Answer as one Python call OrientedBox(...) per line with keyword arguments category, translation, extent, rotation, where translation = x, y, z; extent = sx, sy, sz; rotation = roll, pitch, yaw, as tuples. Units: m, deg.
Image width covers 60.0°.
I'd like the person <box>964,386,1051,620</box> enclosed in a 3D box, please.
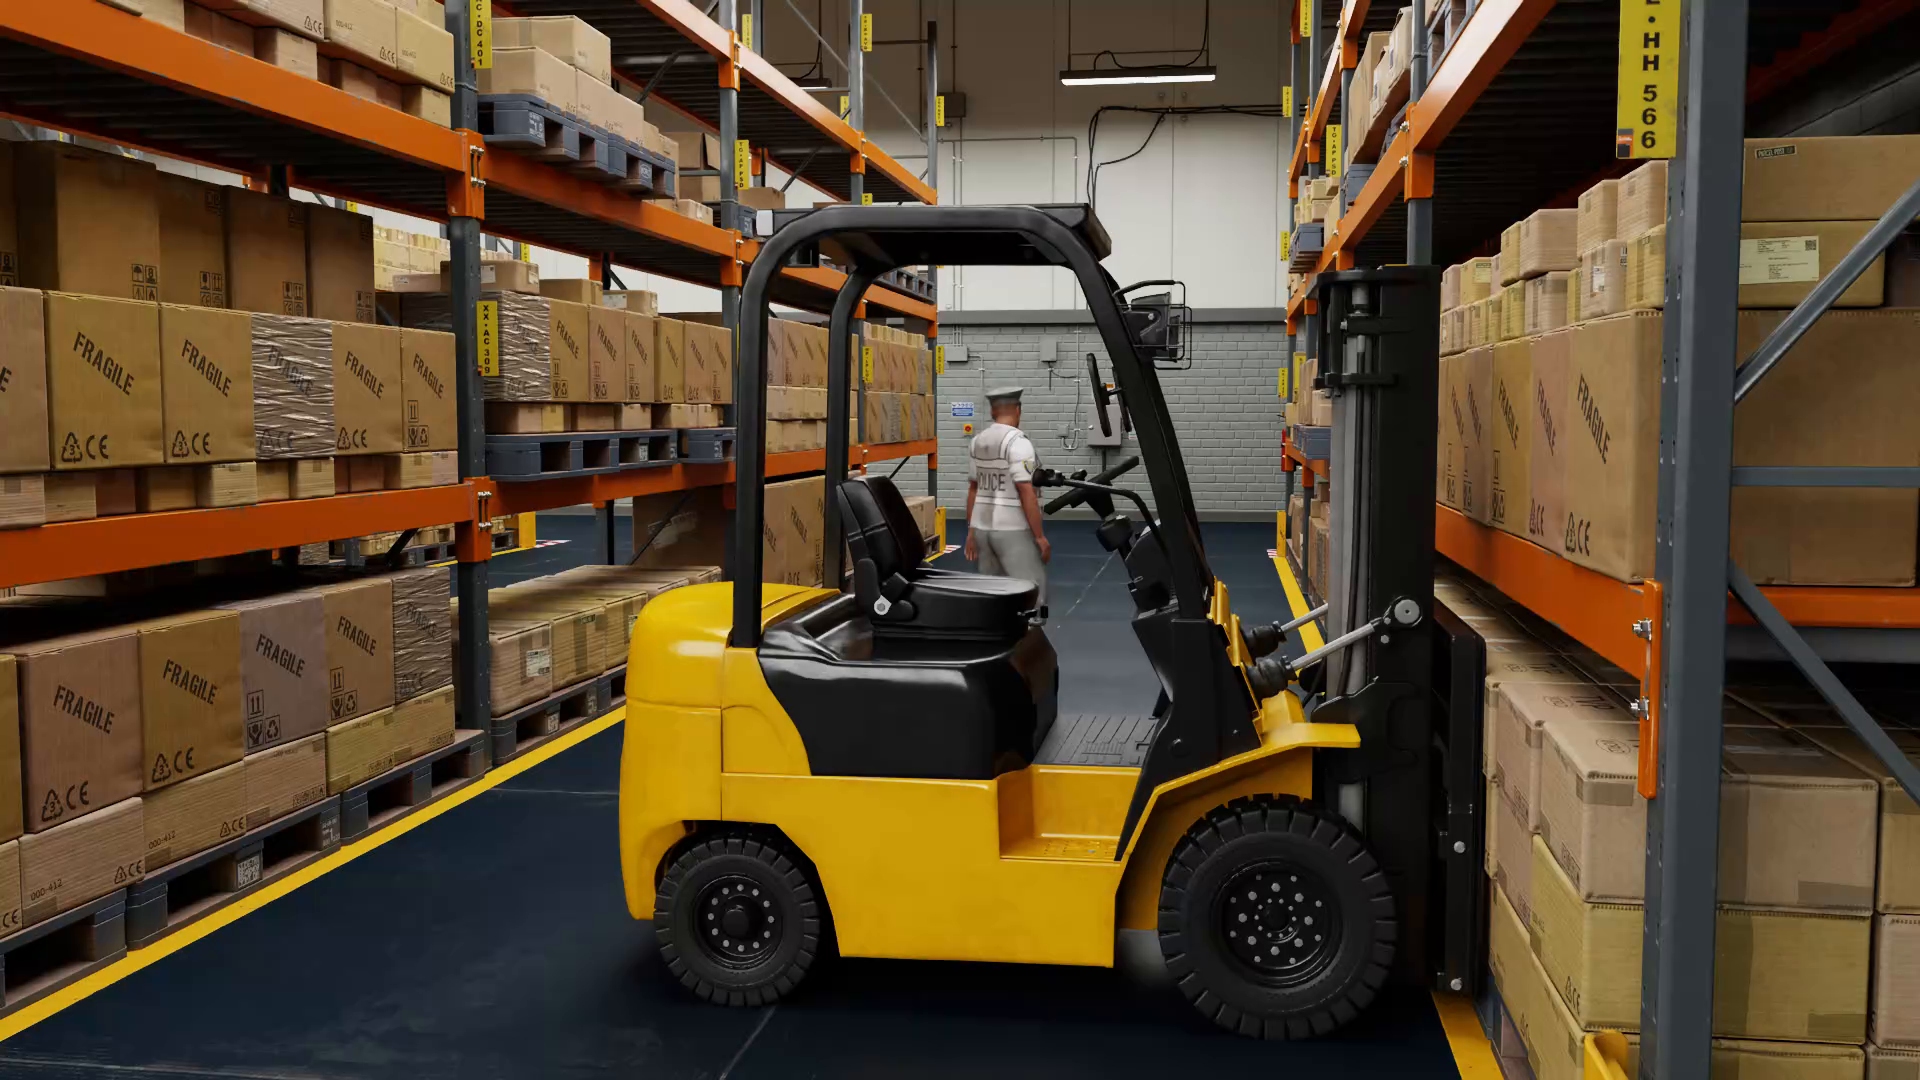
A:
OrientedBox(category="person", translation=(0.273, -0.027, 9.727), extent=(0.503, 1.739, 0.706), rotation=(-3, 5, -31))
